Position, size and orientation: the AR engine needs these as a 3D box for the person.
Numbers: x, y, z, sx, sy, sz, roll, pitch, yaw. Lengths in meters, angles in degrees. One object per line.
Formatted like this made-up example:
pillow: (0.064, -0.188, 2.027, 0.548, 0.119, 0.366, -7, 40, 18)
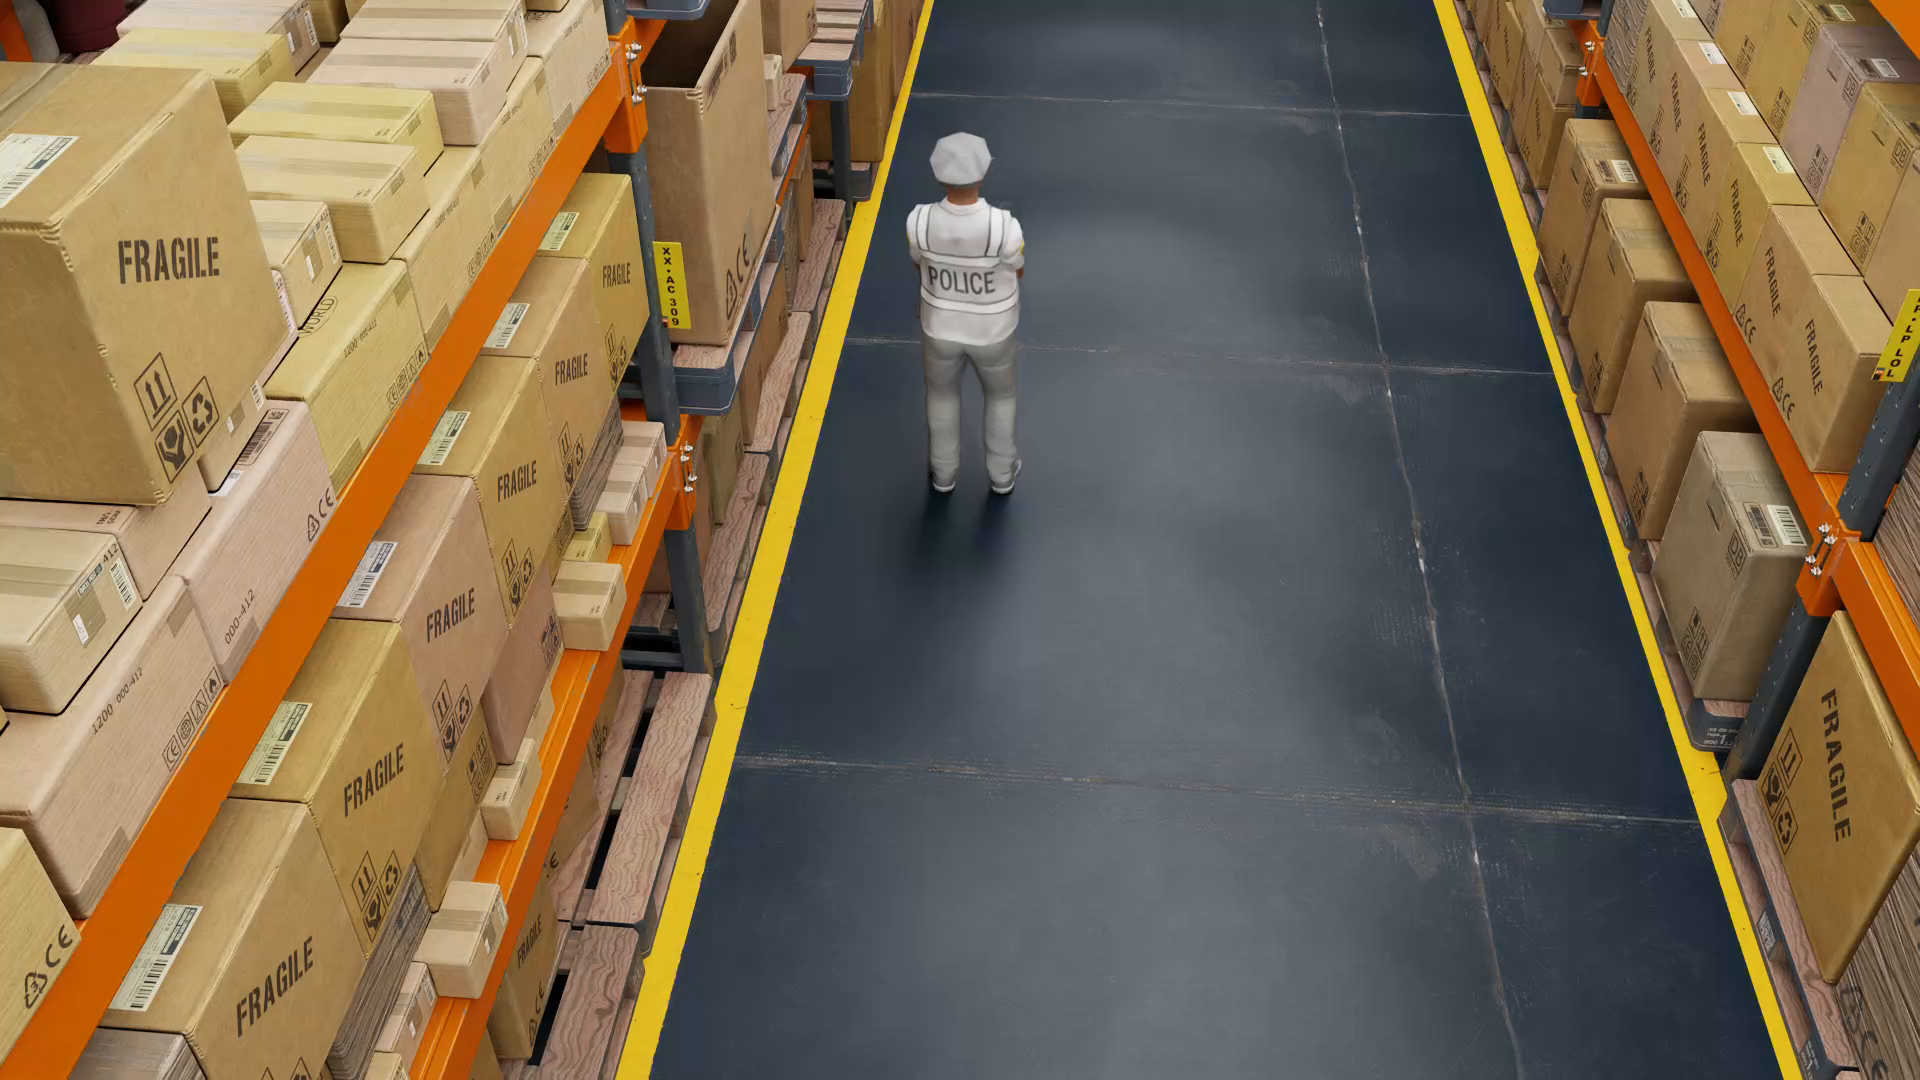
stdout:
person: (0.044, -1.009, 7.336, 0.503, 1.780, 0.555, 7, 40, 8)
